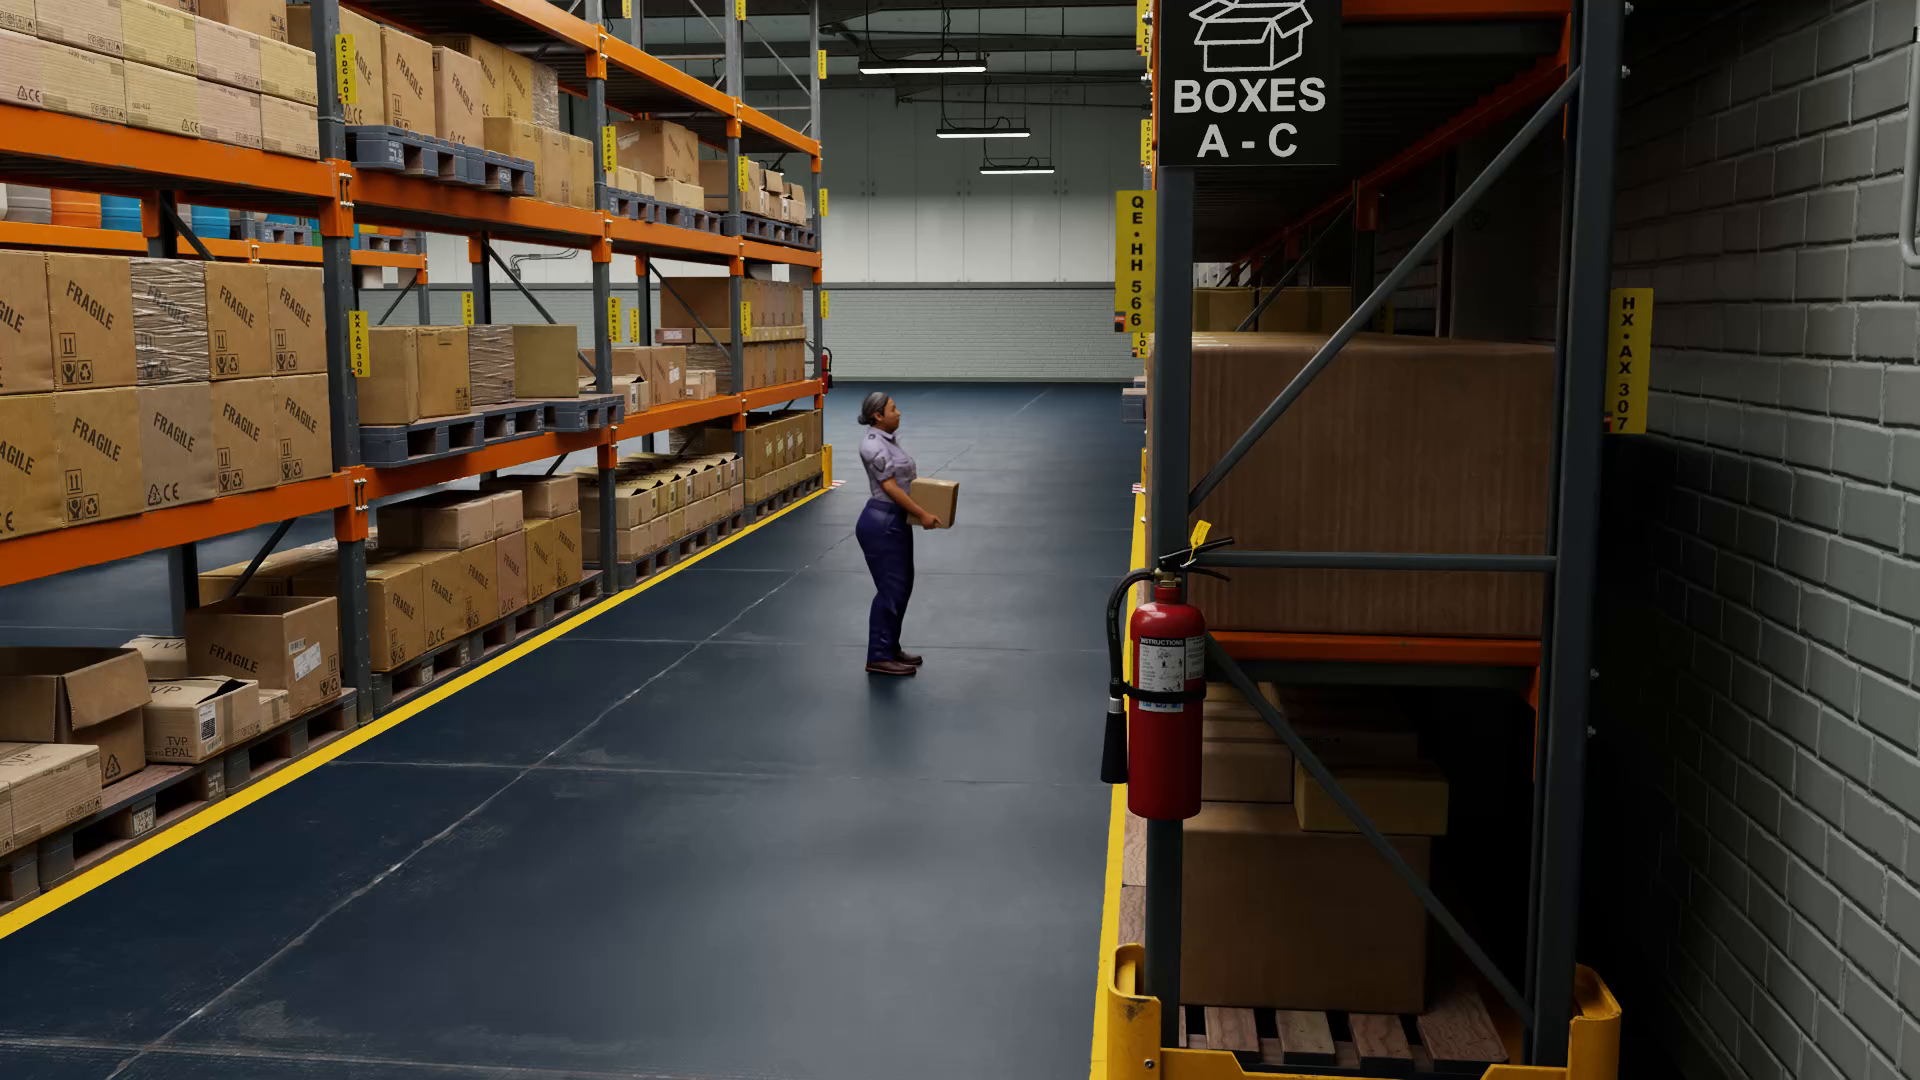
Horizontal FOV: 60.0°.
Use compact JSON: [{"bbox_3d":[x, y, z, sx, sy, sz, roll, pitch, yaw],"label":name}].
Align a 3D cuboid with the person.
[{"bbox_3d":[-0.340,-0.045,9.753,0.518,1.630,0.453,1,8,7],"label":"person"}]
